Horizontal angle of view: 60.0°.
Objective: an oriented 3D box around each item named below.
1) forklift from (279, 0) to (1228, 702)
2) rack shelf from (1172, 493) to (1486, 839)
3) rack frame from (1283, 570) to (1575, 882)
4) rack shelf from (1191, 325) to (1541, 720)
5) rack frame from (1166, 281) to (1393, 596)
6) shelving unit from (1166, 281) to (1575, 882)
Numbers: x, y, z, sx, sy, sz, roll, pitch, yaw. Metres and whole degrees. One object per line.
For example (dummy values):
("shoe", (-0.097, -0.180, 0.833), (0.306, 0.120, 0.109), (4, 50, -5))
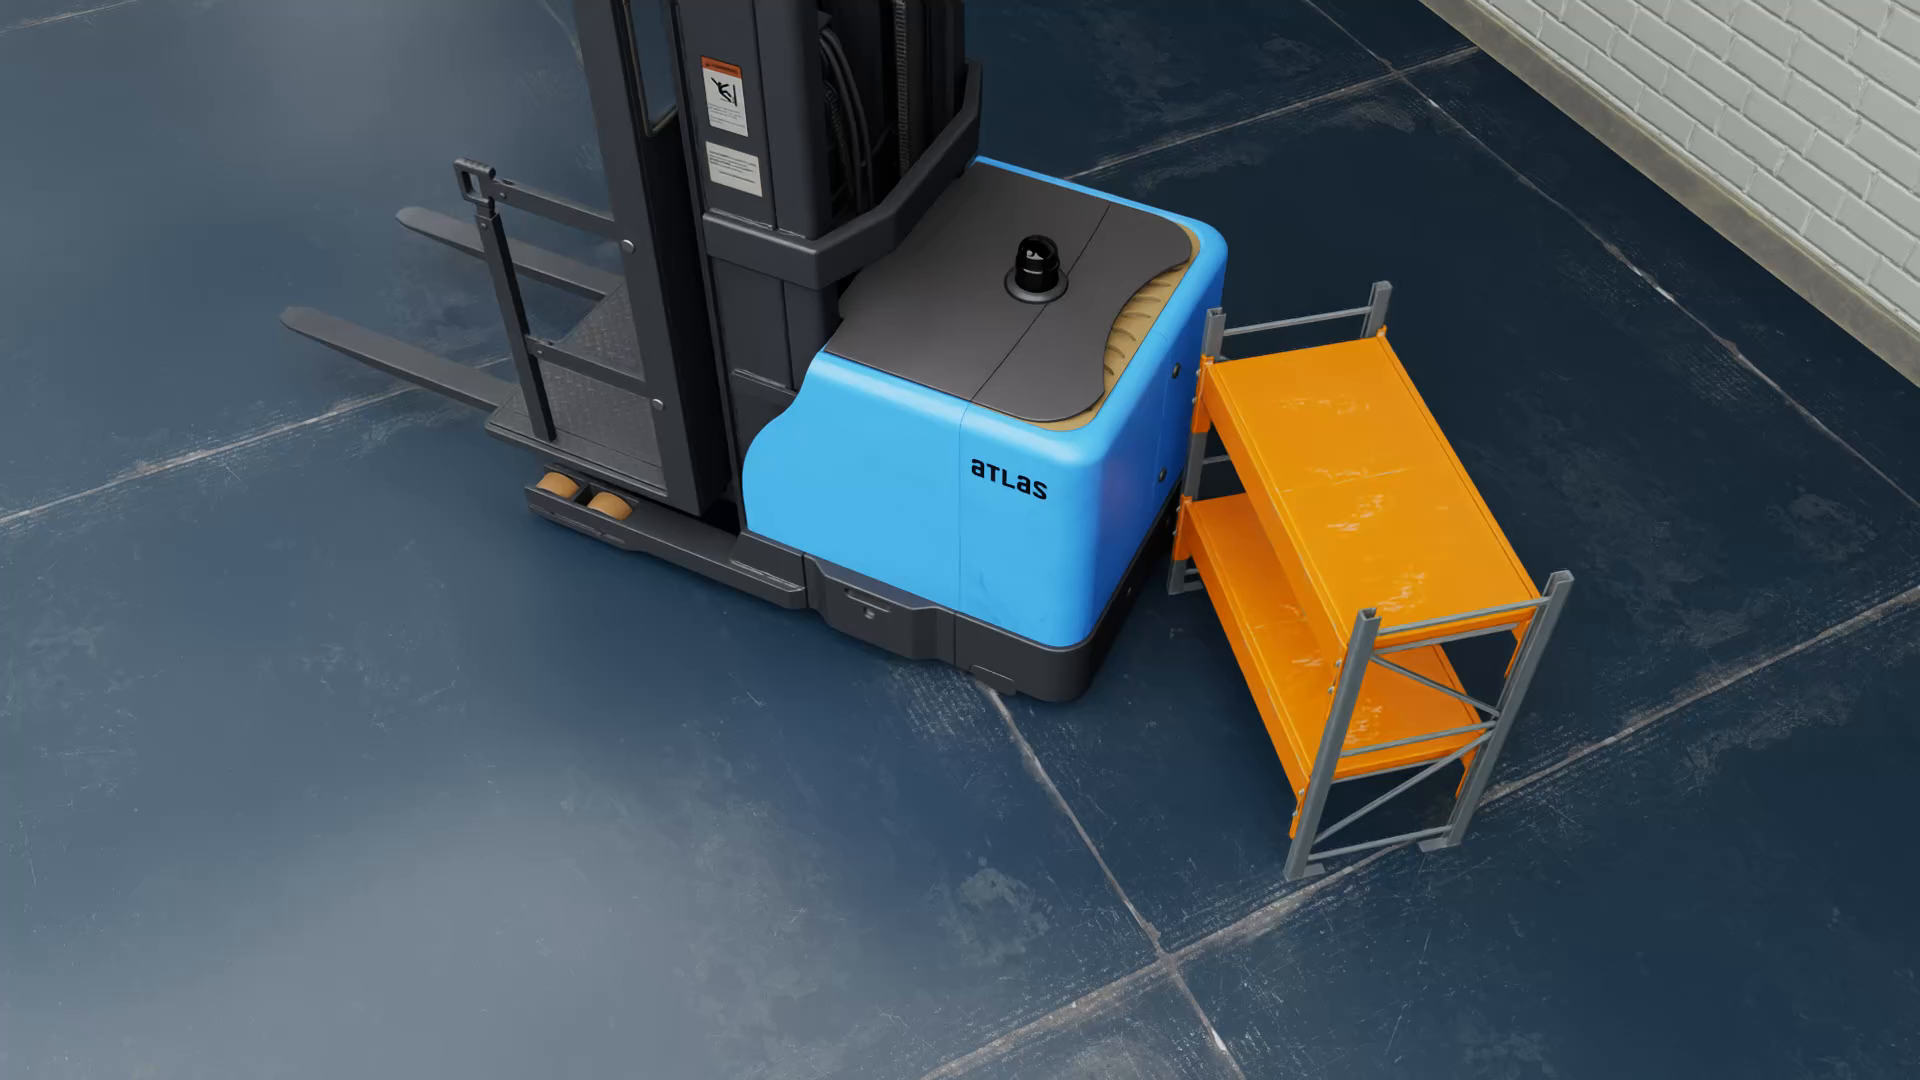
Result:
("forklift", (-0.799, -1.287, 4.428), (3.031, 2.935, 1.130), (20, 52, 17))
("rack shelf", (0.998, 0.279, 4.583), (0.538, 0.278, 1.000), (-10, 50, -9))
("rack frame", (1.114, 0.491, 4.074), (0.500, 1.125, 0.032), (-10, 50, -9))
("rack shelf", (0.998, -0.074, 4.179), (0.538, 0.278, 1.000), (-10, 50, -9))
("rack frame", (0.881, -0.254, 4.725), (0.500, 1.125, 0.032), (-10, 50, -9))
("shelving unit", (0.998, 0.118, 4.399), (0.538, 1.125, 1.048), (-10, 50, -9))
